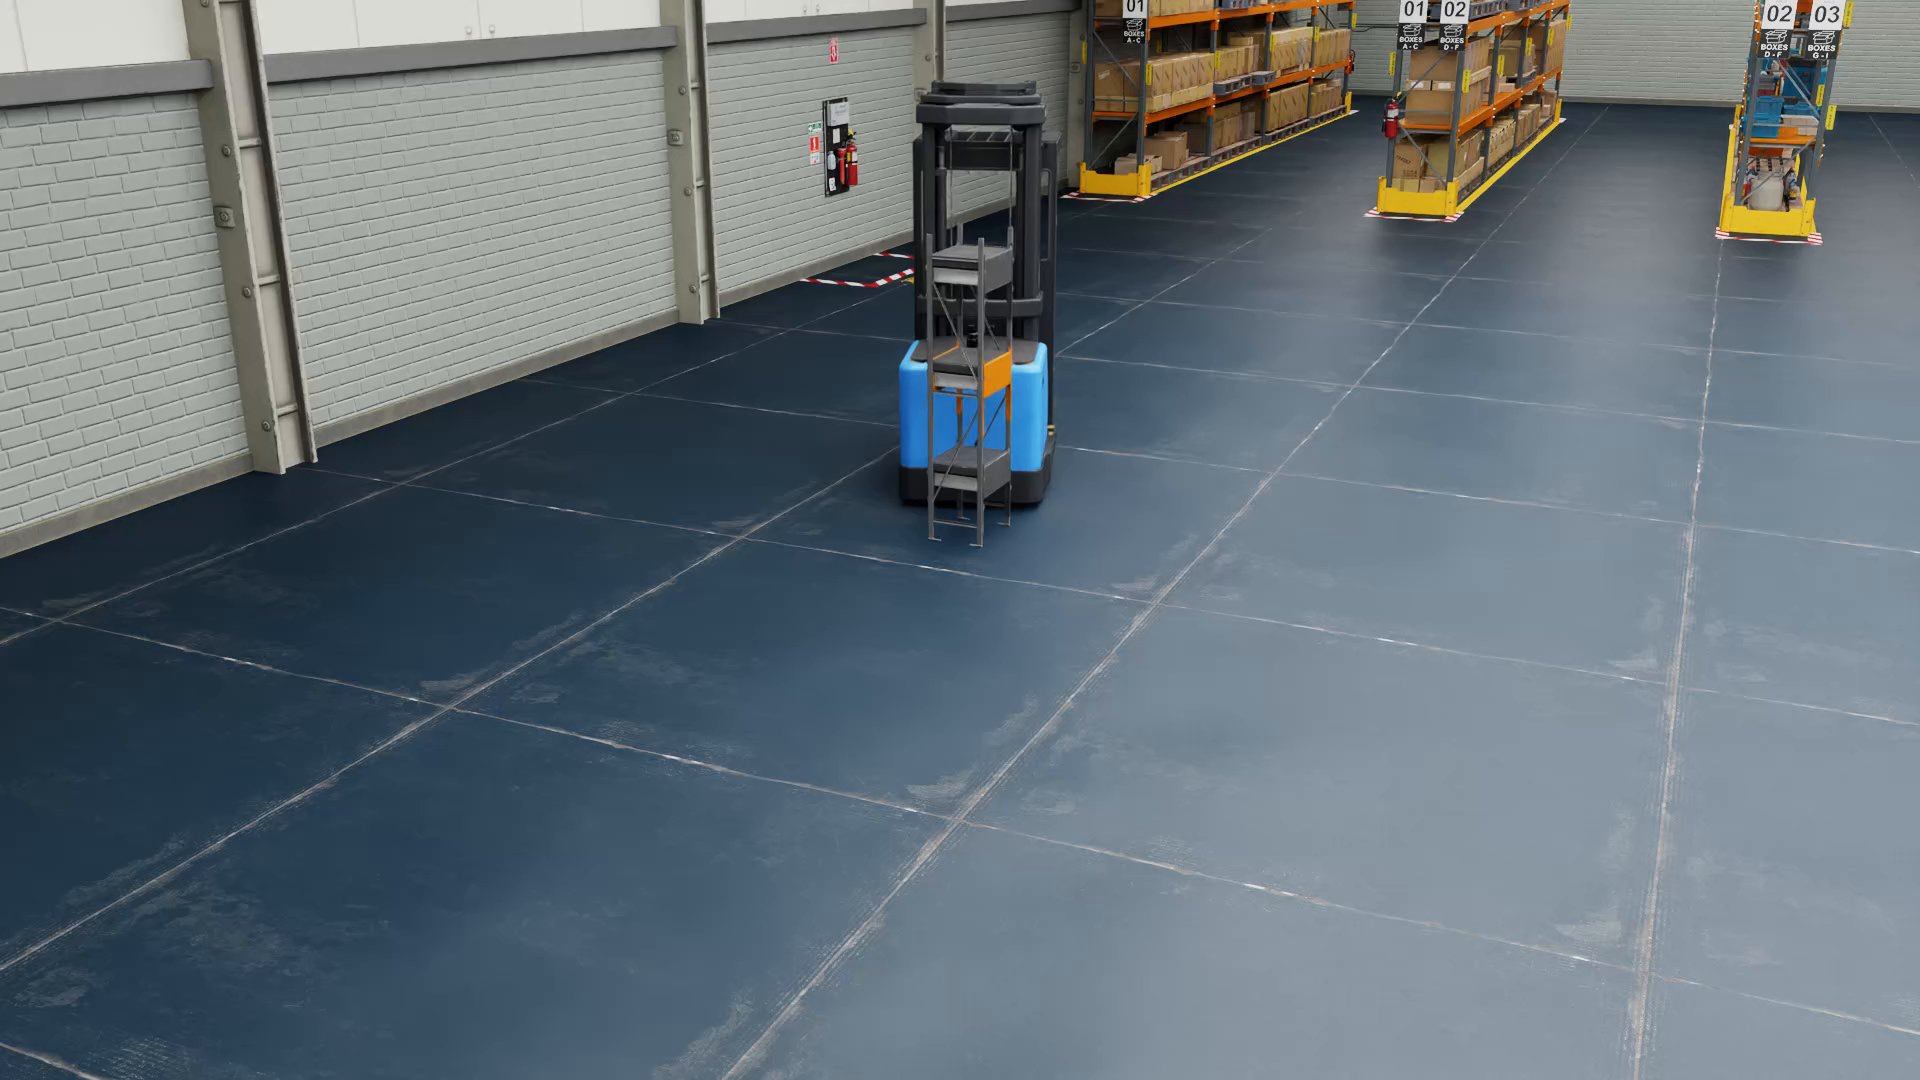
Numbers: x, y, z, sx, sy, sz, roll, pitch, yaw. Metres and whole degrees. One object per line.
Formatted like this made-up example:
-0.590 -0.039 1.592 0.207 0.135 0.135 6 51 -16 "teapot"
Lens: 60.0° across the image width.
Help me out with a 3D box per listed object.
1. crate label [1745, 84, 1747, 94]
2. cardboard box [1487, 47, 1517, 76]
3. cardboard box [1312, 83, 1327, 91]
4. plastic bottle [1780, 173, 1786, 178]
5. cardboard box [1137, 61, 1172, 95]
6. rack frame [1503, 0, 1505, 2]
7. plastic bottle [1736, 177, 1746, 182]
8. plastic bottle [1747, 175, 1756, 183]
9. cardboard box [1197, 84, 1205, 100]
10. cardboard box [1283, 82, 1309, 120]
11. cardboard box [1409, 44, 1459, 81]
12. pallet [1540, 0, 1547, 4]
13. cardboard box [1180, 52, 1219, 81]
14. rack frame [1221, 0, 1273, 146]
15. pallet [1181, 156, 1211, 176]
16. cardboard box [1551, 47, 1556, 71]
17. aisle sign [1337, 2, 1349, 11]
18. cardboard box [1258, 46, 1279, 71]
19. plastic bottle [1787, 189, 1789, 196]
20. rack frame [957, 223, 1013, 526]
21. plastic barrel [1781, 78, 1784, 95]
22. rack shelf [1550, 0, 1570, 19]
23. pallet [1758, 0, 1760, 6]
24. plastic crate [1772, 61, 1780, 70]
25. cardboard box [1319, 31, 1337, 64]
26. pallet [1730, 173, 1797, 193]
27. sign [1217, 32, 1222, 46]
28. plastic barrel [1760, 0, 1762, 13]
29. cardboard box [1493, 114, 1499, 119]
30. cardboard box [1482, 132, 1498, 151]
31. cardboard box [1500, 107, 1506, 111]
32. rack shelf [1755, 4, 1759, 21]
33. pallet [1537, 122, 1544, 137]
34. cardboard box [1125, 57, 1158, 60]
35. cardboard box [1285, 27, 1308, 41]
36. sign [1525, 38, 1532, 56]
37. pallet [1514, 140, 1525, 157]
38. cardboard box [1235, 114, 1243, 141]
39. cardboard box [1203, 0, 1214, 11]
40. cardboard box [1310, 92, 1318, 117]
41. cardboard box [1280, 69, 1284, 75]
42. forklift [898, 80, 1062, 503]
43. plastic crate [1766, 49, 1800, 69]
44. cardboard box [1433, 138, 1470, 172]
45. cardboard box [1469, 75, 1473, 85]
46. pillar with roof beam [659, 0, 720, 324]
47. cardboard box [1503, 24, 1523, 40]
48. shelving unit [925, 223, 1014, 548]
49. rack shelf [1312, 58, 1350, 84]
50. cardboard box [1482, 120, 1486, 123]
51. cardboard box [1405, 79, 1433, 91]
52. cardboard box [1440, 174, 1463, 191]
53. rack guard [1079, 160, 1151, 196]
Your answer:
14.344 -8.103 30.028 0.303 0.233 0.416 9 21 23 "crate label"
10.496 -9.393 32.629 0.700 0.500 0.500 2 20 4 "cardboard box"
8.378 -10.621 38.993 0.380 0.149 0.250 8 21 21 "cardboard box"
12.996 -5.678 26.367 0.152 0.276 0.135 9 21 23 "plastic bottle"
3.225 -7.720 27.774 0.500 0.500 0.500 9 21 23 "cardboard box"
8.703 -10.544 27.688 1.000 3.000 0.127 9 21 23 "rack frame"
12.184 -5.562 25.928 0.144 0.351 0.185 10 22 25 "plastic bottle"
12.406 -5.571 26.064 0.152 0.276 0.135 9 21 23 "plastic bottle"
4.053 -7.997 29.674 0.500 0.250 0.500 9 21 23 "cardboard box"
7.311 -9.810 37.159 0.750 0.750 0.750 9 21 23 "cardboard box"
7.290 -7.310 25.462 0.700 0.500 0.500 9 21 23 "cardboard box"
11.226 -10.981 33.672 1.213 0.211 1.003 9 21 23 "pallet"
4.422 -8.801 30.935 0.700 0.500 0.500 9 21 23 "cardboard box"
5.820 -9.619 34.039 1.000 3.000 0.127 9 21 23 "rack frame"
3.940 -6.872 30.477 1.003 0.211 1.213 9 21 23 "pallet"
12.850 -10.638 36.756 0.500 0.500 0.500 8 21 22 "cardboard box"
9.399 -13.270 40.426 0.394 0.787 0.004 9 21 23 "aisle sign"
6.253 -9.929 34.288 0.500 0.500 0.500 9 22 24 "cardboard box"
12.915 -5.443 25.816 0.097 0.201 0.097 0 20 0 "plastic bottle"
0.168 -1.114 11.469 0.400 2.100 0.015 9 21 23 "rack frame"
13.812 -7.363 27.494 0.433 0.535 0.433 0 20 0 "plastic barrel"
12.798 -11.849 36.907 1.077 0.370 4.000 9 21 23 "rack shelf"
16.265 -10.554 32.473 1.213 0.211 1.003 9 21 23 "pallet"
17.290 -9.896 34.907 0.437 0.282 0.530 9 21 23 "plastic crate"
8.288 -11.593 39.142 0.980 0.700 0.700 7 21 20 "cardboard box"
13.507 -5.968 27.936 1.003 0.211 1.213 9 21 23 "pallet"
5.313 -10.240 34.057 0.100 0.325 0.005 9 21 23 "sign"
13.231 -8.871 26.713 0.600 0.901 0.708 9 21 23 "plastic barrel"
10.510 -8.288 33.371 0.500 0.500 0.500 9 22 25 "cardboard box"
9.309 -7.129 29.677 0.500 0.311 0.500 8 21 22 "cardboard box"
10.944 -8.972 34.176 0.500 0.250 0.500 8 21 22 "cardboard box"
15.678 -9.945 31.554 1.077 0.370 4.000 9 21 23 "rack shelf"
12.261 -9.059 36.627 1.003 0.211 1.213 9 21 23 "pallet"
3.173 -8.104 28.854 0.500 0.500 0.500 9 21 23 "cardboard box"
7.282 -11.059 36.346 0.500 0.250 0.500 9 21 24 "cardboard box"
10.849 -9.411 31.726 0.100 0.325 0.005 9 21 23 "sign"
10.681 -7.850 33.226 1.003 0.211 1.213 9 21 23 "pallet"
5.256 -8.280 33.348 0.700 0.500 0.500 9 21 23 "cardboard box"
4.200 -9.677 29.547 0.500 0.500 0.500 9 22 24 "cardboard box"
7.858 -10.076 38.429 0.700 0.500 0.500 9 21 23 "cardboard box"
6.668 -9.976 35.388 0.380 0.149 0.250 9 21 24 "cardboard box"
0.214 -2.097 12.991 1.130 2.935 3.031 2 20 5 "forklift"
18.168 -10.622 36.718 0.616 0.435 0.499 9 21 23 "plastic crate"
7.884 -6.192 26.760 0.500 0.500 0.500 9 21 23 "cardboard box"
7.948 -7.332 26.491 0.380 0.149 0.250 8 21 22 "cardboard box"
1.055 -6.074 15.117 9.100 9.000 0.400 9 21 23 "pillar with roof beam"
11.950 -10.871 35.920 0.500 0.500 0.500 9 21 23 "cardboard box"
0.068 -1.040 11.259 0.431 2.100 0.503 9 21 23 "shelving unit"
8.277 -11.114 39.317 1.077 0.370 4.000 9 21 23 "rack shelf"
9.859 -7.987 32.091 0.500 0.311 0.500 9 22 25 "cardboard box"
7.048 -6.990 25.531 0.380 0.149 0.250 8 21 22 "cardboard box"
7.689 -5.684 26.451 0.500 0.250 0.500 9 21 23 "cardboard box"
2.575 -6.019 27.647 1.175 0.500 0.348 9 21 23 "rack guard"
